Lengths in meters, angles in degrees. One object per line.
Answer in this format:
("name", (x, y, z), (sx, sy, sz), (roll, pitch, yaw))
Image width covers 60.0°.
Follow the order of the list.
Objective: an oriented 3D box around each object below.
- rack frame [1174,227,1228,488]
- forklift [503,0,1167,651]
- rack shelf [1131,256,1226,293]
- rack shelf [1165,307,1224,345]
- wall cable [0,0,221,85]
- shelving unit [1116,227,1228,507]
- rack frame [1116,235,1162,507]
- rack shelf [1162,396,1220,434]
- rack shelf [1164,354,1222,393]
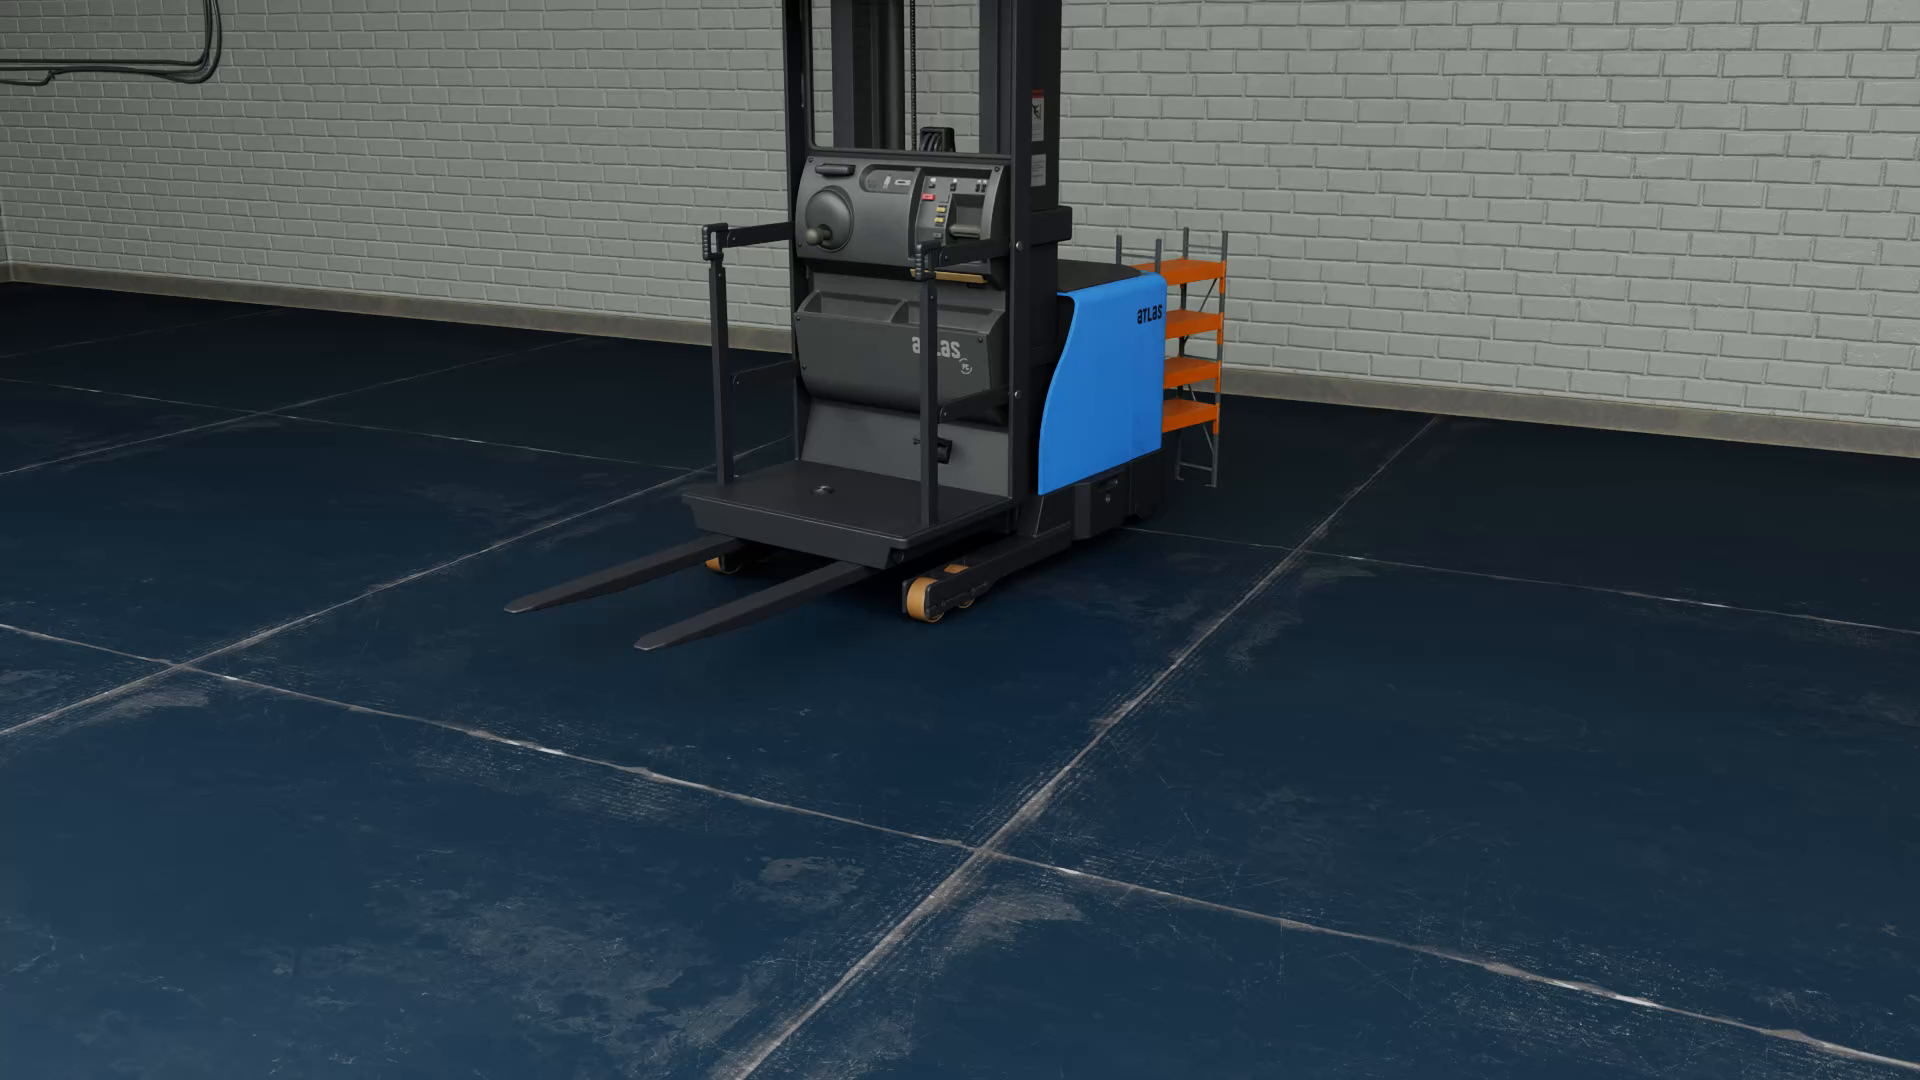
("rack frame", (1.122, -0.847, 7.768), (0.240, 1.200, 0.015), (16, 23, 42))
("forklift", (-0.360, -1.260, 6.120), (1.130, 2.935, 3.031), (11, 20, 34))
("rack shelf", (0.952, -1.174, 7.489), (0.258, 0.148, 0.480), (16, 23, 42))
("rack shelf", (0.952, -0.947, 7.556), (0.258, 0.148, 0.480), (16, 23, 42))
("wall cable", (-7.126, -4.933, 13.281), (3.097, 2.526, 0.112), (8, 18, 25))
("shelving unit", (0.952, -0.797, 7.601), (0.258, 1.200, 0.503), (16, 23, 42))
("rack frame", (0.781, -0.747, 7.434), (0.240, 1.200, 0.015), (16, 23, 42))
("rack shelf", (0.952, -0.542, 7.676), (0.258, 0.148, 0.480), (16, 23, 42))
("rack shelf", (0.952, -0.733, 7.620), (0.258, 0.148, 0.480), (16, 23, 42))
